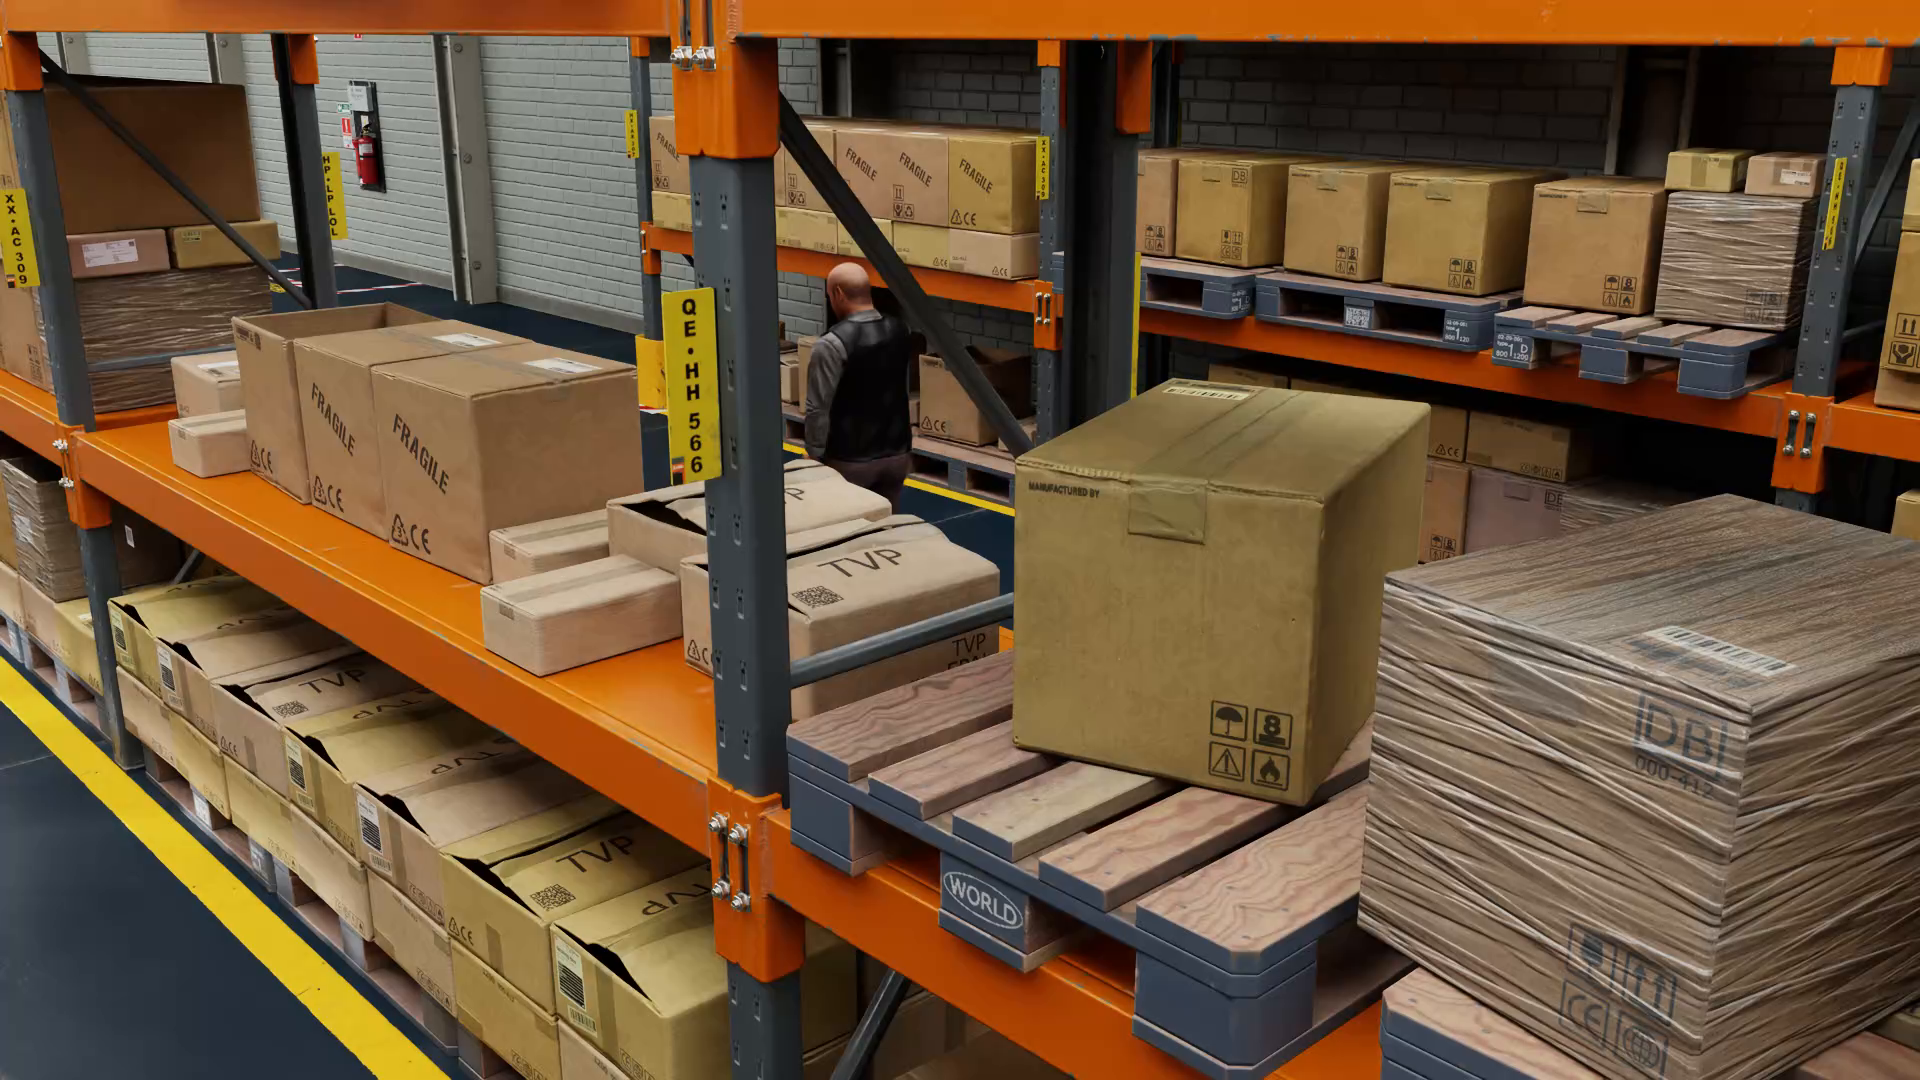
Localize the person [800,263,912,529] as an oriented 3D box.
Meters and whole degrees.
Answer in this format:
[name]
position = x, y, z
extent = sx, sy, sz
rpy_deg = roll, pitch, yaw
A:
[person]
position = -0.444, -0.348, 7.255
extent = 0.540, 1.706, 0.364
rpy_deg = -15, 23, -40
